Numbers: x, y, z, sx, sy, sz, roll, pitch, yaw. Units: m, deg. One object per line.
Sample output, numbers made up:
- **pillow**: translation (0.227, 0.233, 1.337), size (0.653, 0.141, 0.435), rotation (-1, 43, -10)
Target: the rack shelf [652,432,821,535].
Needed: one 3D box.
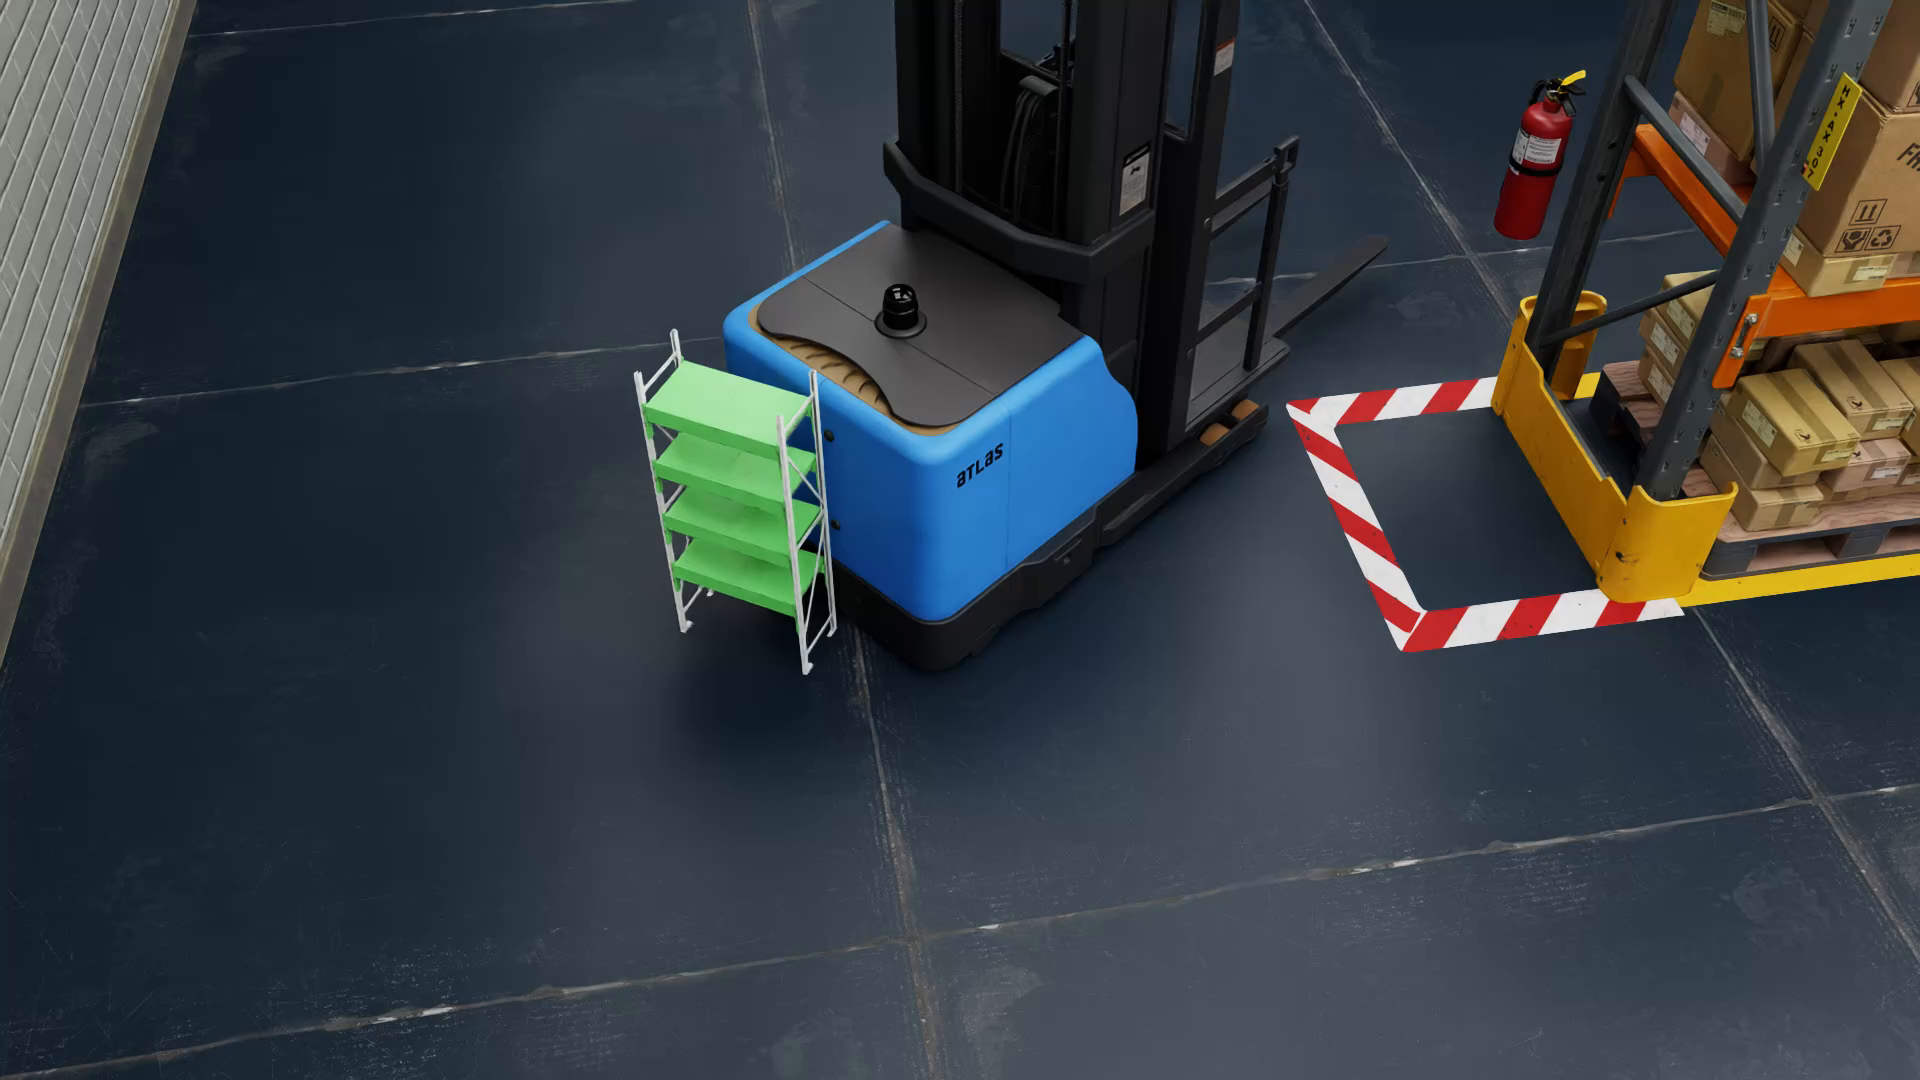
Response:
- **rack shelf**: translation (-0.717, -0.217, 5.382), size (0.480, 0.148, 0.258), rotation (17, 49, 16)

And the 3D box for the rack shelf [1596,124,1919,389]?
- **rack shelf**: translation (4.320, -1.226, 5.848), size (4.000, 0.370, 1.077), rotation (-7, 46, -7)

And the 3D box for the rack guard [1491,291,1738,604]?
- **rack guard**: translation (2.424, -0.372, 6.261), size (0.348, 0.500, 1.175), rotation (-7, 46, -7)

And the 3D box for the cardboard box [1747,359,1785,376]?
- **cardboard box**: translation (3.088, -0.751, 6.372), size (0.250, 0.149, 0.380), rotation (-8, 47, -8)

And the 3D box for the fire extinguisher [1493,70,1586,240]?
- **fire extinguisher**: translation (2.023, -1.370, 5.800), size (0.183, 0.674, 0.296), rotation (-7, 46, -7)

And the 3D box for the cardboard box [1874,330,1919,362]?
- **cardboard box**: translation (3.615, -0.782, 6.402), size (0.250, 0.149, 0.380), rotation (-8, 47, -7)

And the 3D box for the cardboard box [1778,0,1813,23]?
- **cardboard box**: translation (2.758, -1.947, 5.073), size (0.500, 0.500, 0.500), rotation (-8, 47, -8)

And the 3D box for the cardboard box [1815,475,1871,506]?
- **cardboard box**: translation (3.164, -0.314, 6.157), size (0.250, 0.149, 0.380), rotation (-7, 47, -7)

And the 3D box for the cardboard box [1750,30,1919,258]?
- **cardboard box**: translation (2.839, -1.227, 5.073), size (0.500, 0.500, 0.500), rotation (-5, 46, -5)

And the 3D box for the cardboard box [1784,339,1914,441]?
- **cardboard box**: translation (3.175, -0.535, 5.958), size (0.250, 0.149, 0.380), rotation (-6, 46, -6)

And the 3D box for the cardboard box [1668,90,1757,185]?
- **cardboard box**: translation (2.623, -1.383, 5.674), size (0.250, 0.149, 0.380), rotation (-7, 46, -7)

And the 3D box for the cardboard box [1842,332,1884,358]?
- **cardboard box**: translation (3.333, -0.822, 6.440), size (0.250, 0.149, 0.380), rotation (-9, 47, -8)

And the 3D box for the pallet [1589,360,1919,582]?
- **pallet**: translation (3.231, -0.346, 6.437), size (1.213, 0.211, 1.003), rotation (-7, 46, -7)

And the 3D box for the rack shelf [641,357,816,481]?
- **rack shelf**: translation (-0.717, -0.384, 5.209), size (0.480, 0.148, 0.258), rotation (17, 49, 16)

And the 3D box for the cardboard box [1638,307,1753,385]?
- **cardboard box**: translation (2.821, -0.757, 6.378), size (0.250, 0.149, 0.380), rotation (-8, 47, -8)

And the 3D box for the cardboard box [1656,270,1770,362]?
- **cardboard box**: translation (2.828, -0.838, 6.249), size (0.250, 0.149, 0.380), rotation (-7, 46, -6)

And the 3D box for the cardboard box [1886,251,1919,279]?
- **cardboard box**: translation (2.968, -1.010, 5.315), size (0.250, 0.149, 0.380), rotation (-6, 46, -5)

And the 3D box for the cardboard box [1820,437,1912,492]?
- **cardboard box**: translation (3.189, -0.365, 6.000), size (0.250, 0.149, 0.380), rotation (-7, 47, -7)

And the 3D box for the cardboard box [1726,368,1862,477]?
- **cardboard box**: translation (2.924, -0.416, 5.843), size (0.250, 0.149, 0.380), rotation (-9, 47, -9)

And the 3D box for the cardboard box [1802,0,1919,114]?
- **cardboard box**: translation (2.837, -1.581, 4.720), size (0.500, 0.500, 0.500), rotation (-7, 47, -7)

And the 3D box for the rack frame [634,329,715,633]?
- **rack frame**: translation (-0.941, -0.165, 5.576), size (0.015, 1.200, 0.240), rotation (17, 49, 16)

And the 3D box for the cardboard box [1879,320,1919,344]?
- **cardboard box**: translation (3.585, -0.936, 6.344), size (0.250, 0.149, 0.380), rotation (-9, 47, -8)

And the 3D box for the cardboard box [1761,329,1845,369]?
- **cardboard box**: translation (3.085, -0.828, 6.239), size (0.250, 0.149, 0.380), rotation (-6, 46, -6)

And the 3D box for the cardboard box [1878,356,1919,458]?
- **cardboard box**: translation (3.445, -0.475, 5.900), size (0.250, 0.149, 0.380), rotation (-7, 47, -7)

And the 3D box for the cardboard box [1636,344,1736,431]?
- **cardboard box**: translation (2.833, -0.599, 6.432), size (0.250, 0.149, 0.380), rotation (-6, 46, -6)

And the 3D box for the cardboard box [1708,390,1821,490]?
- **cardboard box**: translation (2.910, -0.372, 6.007), size (0.250, 0.149, 0.380), rotation (-5, 46, -5)

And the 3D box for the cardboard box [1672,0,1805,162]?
- **cardboard box**: translation (2.748, -1.605, 5.438), size (0.500, 0.500, 0.500), rotation (-6, 46, -6)

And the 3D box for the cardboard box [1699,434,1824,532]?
- **cardboard box**: translation (2.920, -0.223, 6.070), size (0.250, 0.149, 0.380), rotation (-6, 46, -6)

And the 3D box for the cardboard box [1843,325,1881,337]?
- **cardboard box**: translation (3.319, -0.950, 6.357), size (0.250, 0.149, 0.380), rotation (-8, 47, -8)

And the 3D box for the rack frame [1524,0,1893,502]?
- **rack frame**: translation (2.349, -1.230, 5.352), size (0.127, 3.000, 1.000), rotation (-7, 46, -7)

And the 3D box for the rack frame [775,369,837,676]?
- **rack frame**: translation (-0.494, -0.025, 5.441), size (0.015, 1.200, 0.240), rotation (17, 49, 16)

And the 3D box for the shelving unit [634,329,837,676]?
- **shelving unit**: translation (-0.717, -0.095, 5.508), size (0.503, 1.200, 0.258), rotation (17, 49, 16)

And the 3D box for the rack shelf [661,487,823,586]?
- **rack shelf**: translation (-0.717, -0.051, 5.554), size (0.480, 0.148, 0.258), rotation (17, 49, 16)

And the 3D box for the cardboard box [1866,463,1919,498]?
- **cardboard box**: translation (3.408, -0.349, 6.191), size (0.250, 0.149, 0.380), rotation (-7, 46, -6)

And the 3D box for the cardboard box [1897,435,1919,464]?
- **cardboard box**: translation (3.415, -0.458, 6.090), size (0.250, 0.149, 0.380), rotation (-7, 46, -6)

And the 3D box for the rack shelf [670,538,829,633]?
- **rack shelf**: translation (-0.717, 0.116, 5.727), size (0.480, 0.148, 0.258), rotation (17, 49, 16)

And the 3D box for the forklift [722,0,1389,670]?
- **forklift**: translation (0.576, -1.538, 5.696), size (1.130, 2.935, 3.031), rotation (34, 55, 29)

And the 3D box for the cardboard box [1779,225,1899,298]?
- **cardboard box**: translation (2.725, -0.950, 5.257), size (0.250, 0.149, 0.380), rotation (-7, 47, -7)

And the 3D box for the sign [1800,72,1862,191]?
- **sign**: translation (2.442, -1.145, 4.669), size (0.005, 0.325, 0.100), rotation (-7, 46, -7)
